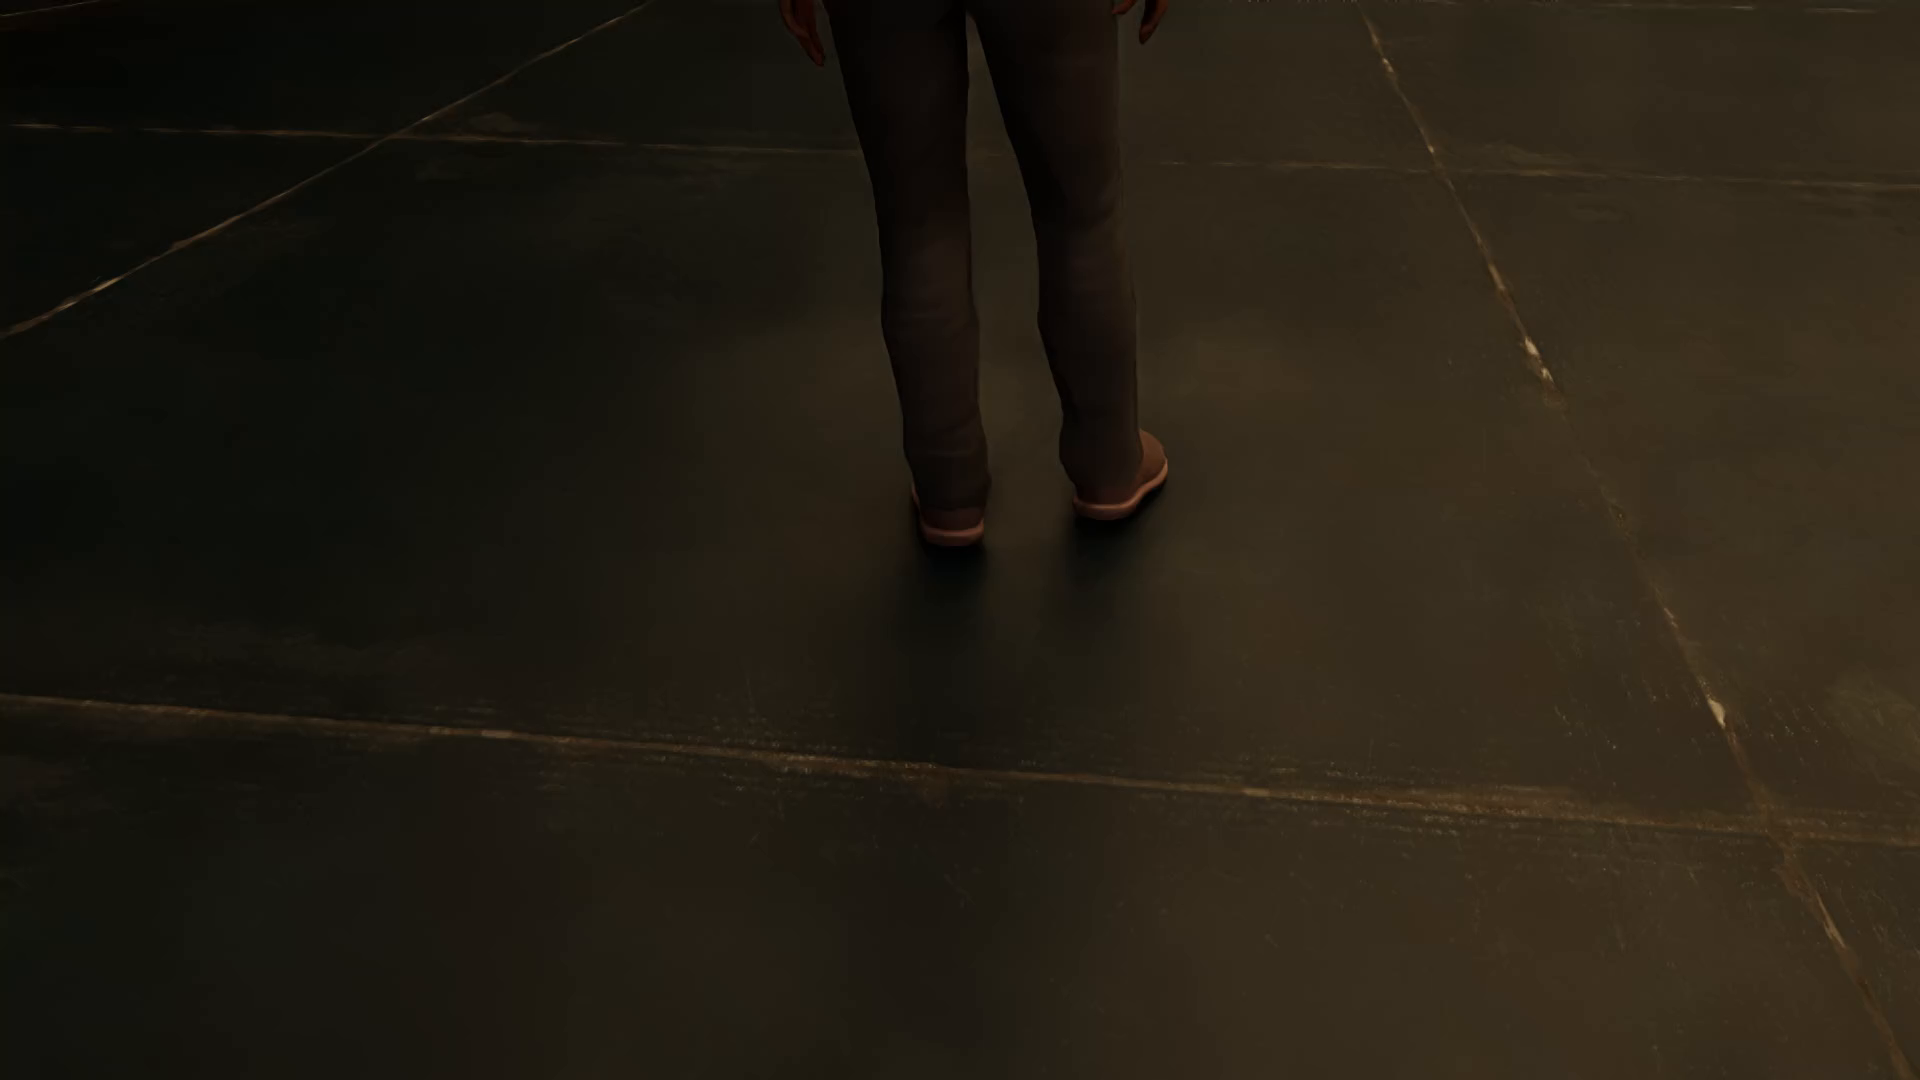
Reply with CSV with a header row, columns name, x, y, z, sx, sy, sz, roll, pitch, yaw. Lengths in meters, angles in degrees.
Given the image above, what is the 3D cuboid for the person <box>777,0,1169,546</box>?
name,x,y,z,sx,sy,sz,roll,pitch,yaw
person,0.031,-0.784,2.203,0.570,1.654,0.503,3,27,7

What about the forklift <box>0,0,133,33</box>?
name,x,y,z,sx,sy,sz,roll,pitch,yaw
forklift,-3.859,-2.501,4.230,1.130,2.935,3.031,13,29,24
